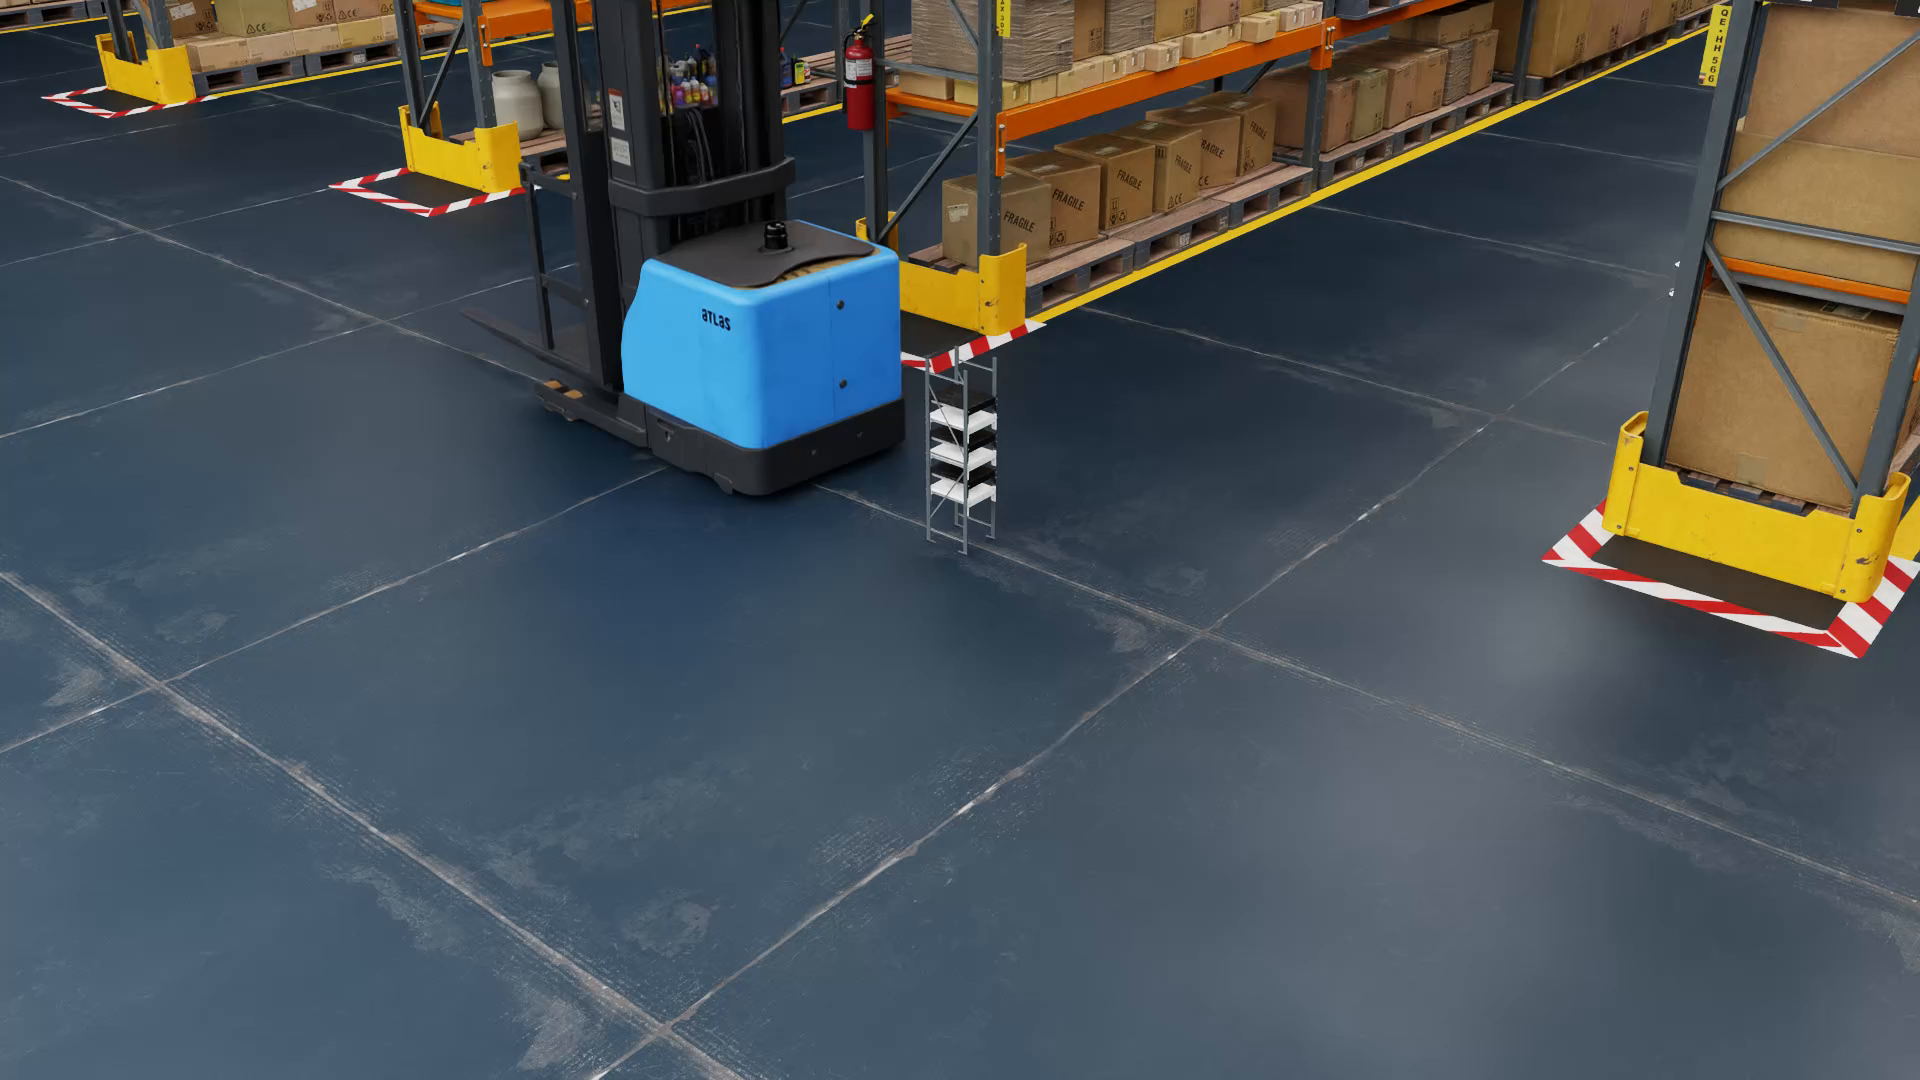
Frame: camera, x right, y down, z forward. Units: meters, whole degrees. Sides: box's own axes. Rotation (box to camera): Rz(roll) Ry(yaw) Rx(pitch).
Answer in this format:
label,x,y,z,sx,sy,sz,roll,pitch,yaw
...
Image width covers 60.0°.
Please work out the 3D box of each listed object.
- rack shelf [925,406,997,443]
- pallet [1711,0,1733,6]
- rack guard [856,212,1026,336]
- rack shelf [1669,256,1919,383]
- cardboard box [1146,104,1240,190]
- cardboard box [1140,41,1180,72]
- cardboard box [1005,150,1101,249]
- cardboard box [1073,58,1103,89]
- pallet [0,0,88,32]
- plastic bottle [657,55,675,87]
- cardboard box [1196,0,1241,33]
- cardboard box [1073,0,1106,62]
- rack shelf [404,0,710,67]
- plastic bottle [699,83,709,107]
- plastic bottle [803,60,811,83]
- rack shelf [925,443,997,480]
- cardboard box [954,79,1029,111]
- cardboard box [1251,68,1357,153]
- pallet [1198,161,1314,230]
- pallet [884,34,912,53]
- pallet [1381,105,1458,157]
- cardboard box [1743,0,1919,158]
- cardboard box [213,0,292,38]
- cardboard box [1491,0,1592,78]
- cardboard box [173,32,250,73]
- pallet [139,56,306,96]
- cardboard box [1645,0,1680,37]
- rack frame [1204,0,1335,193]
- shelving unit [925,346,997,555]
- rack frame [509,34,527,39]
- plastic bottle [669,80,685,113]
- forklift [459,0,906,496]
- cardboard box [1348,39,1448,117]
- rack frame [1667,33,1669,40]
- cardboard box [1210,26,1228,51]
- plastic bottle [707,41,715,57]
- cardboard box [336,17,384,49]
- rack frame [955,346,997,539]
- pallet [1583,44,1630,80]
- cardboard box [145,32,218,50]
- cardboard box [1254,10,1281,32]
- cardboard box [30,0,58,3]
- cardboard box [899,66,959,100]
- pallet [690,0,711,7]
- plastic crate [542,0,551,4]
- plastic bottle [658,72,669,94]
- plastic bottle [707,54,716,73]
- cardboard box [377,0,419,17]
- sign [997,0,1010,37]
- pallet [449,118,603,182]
label,x,y,z,sx,sy,sz,roll,pitch,yaw
rack shelf,0.005,-0.533,7.481,0.258,0.077,0.200,21,34,34
pallet,8.776,-6.468,20.024,1.003,0.211,1.213,21,34,34
rack guard,-0.129,-1.688,10.468,1.175,0.500,0.348,21,34,34
rack shelf,4.858,-1.675,8.506,1.077,0.370,4.000,21,34,34
cardboard box,1.723,-2.930,12.413,0.500,0.500,0.500,-16,31,-28
cardboard box,1.217,-3.194,10.933,0.380,0.149,0.250,21,34,34
cardboard box,0.587,-2.286,11.167,0.500,0.500,0.500,-18,32,-31
cardboard box,0.676,-2.953,10.467,0.380,0.149,0.250,21,34,34
pallet,-11.051,-6.180,19.466,1.003,0.211,1.213,21,34,34
plastic bottle,-2.679,-4.273,15.149,0.144,0.351,0.185,20,34,34
cardboard box,1.448,-3.850,11.496,0.875,0.500,0.500,21,34,34
cardboard box,0.419,-3.347,10.522,0.875,0.500,0.500,21,34,34
rack shelf,-2.727,-4.608,14.176,1.077,0.370,4.000,21,34,34
plastic bottle,-2.261,-3.915,14.620,0.097,0.201,0.097,0,27,0
plastic bottle,-1.445,-4.370,15.499,0.097,0.201,0.097,0,27,0
rack shelf,0.005,-0.373,7.564,0.258,0.077,0.200,21,34,34
cardboard box,0.188,-2.691,9.960,0.380,0.149,0.250,21,34,34
cardboard box,2.774,-3.486,13.465,0.700,0.500,0.500,18,32,31
pallet,1.967,-2.702,12.744,1.003,0.211,1.213,21,34,34
pallet,-0.209,-5.122,17.422,1.003,0.211,1.213,21,34,34
pallet,3.637,-3.662,14.598,1.003,0.211,1.213,21,34,34
cardboard box,3.852,-1.952,6.920,0.875,0.550,0.550,21,34,34
cardboard box,-6.989,-5.269,16.389,0.500,0.500,0.500,21,34,34
cardboard box,5.367,-5.089,16.178,1.225,0.875,0.875,19,33,32
cardboard box,-7.306,-4.758,16.218,0.500,0.250,0.500,21,34,34
pallet,-7.365,-4.712,16.629,1.003,0.211,1.213,21,34,34
cardboard box,7.064,-6.036,18.008,1.225,0.875,0.875,21,34,35
rack frame,2.367,-4.189,12.583,1.000,3.000,0.127,21,34,34
shelving unit,0.005,-0.403,7.549,0.258,0.900,0.210,21,34,34
rack frame,-5.274,-7.086,18.182,1.000,3.000,0.127,21,34,34
plastic bottle,-2.447,-3.834,14.374,0.061,0.283,0.133,21,34,35
forklift,-1.682,-2.092,8.604,3.031,2.935,1.130,25,36,39
cardboard box,3.803,-4.046,14.548,0.700,0.500,0.500,24,36,38
rack frame,7.456,-7.026,18.066,1.000,3.000,0.127,21,34,34
cardboard box,1.624,-3.487,11.499,0.380,0.149,0.250,21,34,34
plastic bottle,-2.288,-4.491,15.570,0.144,0.351,0.185,22,34,36
cardboard box,-6.351,-5.289,17.245,0.500,0.250,0.500,21,34,34
rack frame,0.070,-0.439,7.618,0.240,0.900,0.006,21,34,34
pallet,6.247,-5.057,17.295,1.003,0.211,1.213,21,34,34
cardboard box,-7.706,-4.909,16.511,0.500,0.250,0.500,21,34,34
cardboard box,2.086,-3.758,12.024,0.380,0.149,0.250,21,34,34
cardboard box,-10.771,-6.536,19.568,0.500,0.311,0.500,24,36,38
cardboard box,-0.155,-2.821,10.211,0.380,0.149,0.250,21,34,34
pallet,-3.284,-6.985,21.022,1.003,0.211,1.213,21,34,34
plastic crate,-3.181,-4.325,13.132,0.298,0.136,0.250,21,34,34
plastic bottle,-2.676,-4.121,15.018,0.097,0.201,0.097,0,27,0
plastic bottle,-2.287,-4.369,15.421,0.097,0.271,0.097,0,27,0
cardboard box,-6.043,-5.803,17.423,0.500,0.500,0.500,21,34,34
sign,0.242,-2.997,9.336,0.100,0.325,0.005,21,34,34
pallet,-3.466,-3.307,13.913,1.003,0.211,1.213,21,34,34
